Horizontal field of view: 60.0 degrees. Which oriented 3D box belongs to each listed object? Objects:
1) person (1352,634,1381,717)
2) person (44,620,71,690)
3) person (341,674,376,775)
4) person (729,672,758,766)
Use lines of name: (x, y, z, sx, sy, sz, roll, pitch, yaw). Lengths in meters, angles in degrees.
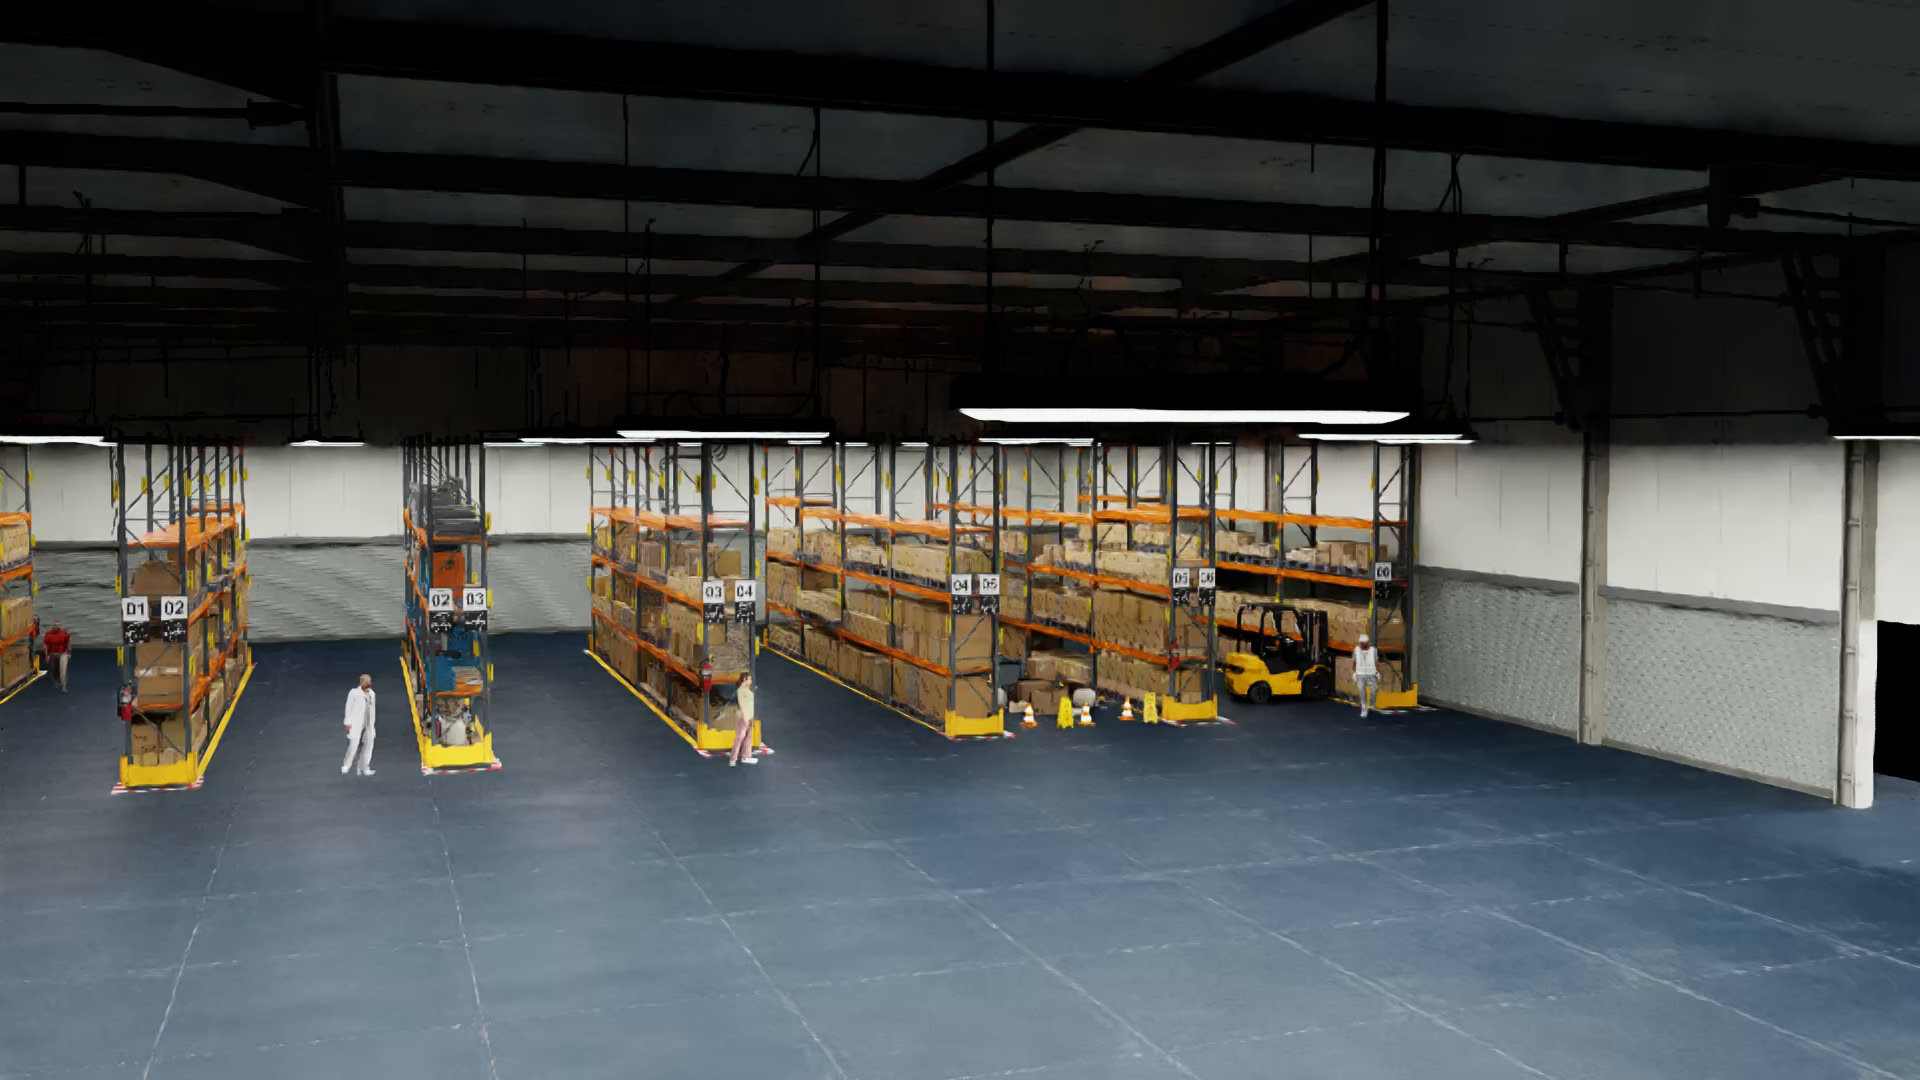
person: (8.674, 2.872, 35.493, 0.603, 1.778, 0.552, 1, 3, 17)
person: (-21.301, 2.705, 39.220, 0.547, 1.638, 1.115, -1, 3, -21)
person: (-10.554, 3.224, 29.172, 0.619, 1.766, 0.616, 2, 4, 35)
person: (-3.941, 3.222, 30.009, 0.424, 1.672, 0.642, 1, 3, 11)
